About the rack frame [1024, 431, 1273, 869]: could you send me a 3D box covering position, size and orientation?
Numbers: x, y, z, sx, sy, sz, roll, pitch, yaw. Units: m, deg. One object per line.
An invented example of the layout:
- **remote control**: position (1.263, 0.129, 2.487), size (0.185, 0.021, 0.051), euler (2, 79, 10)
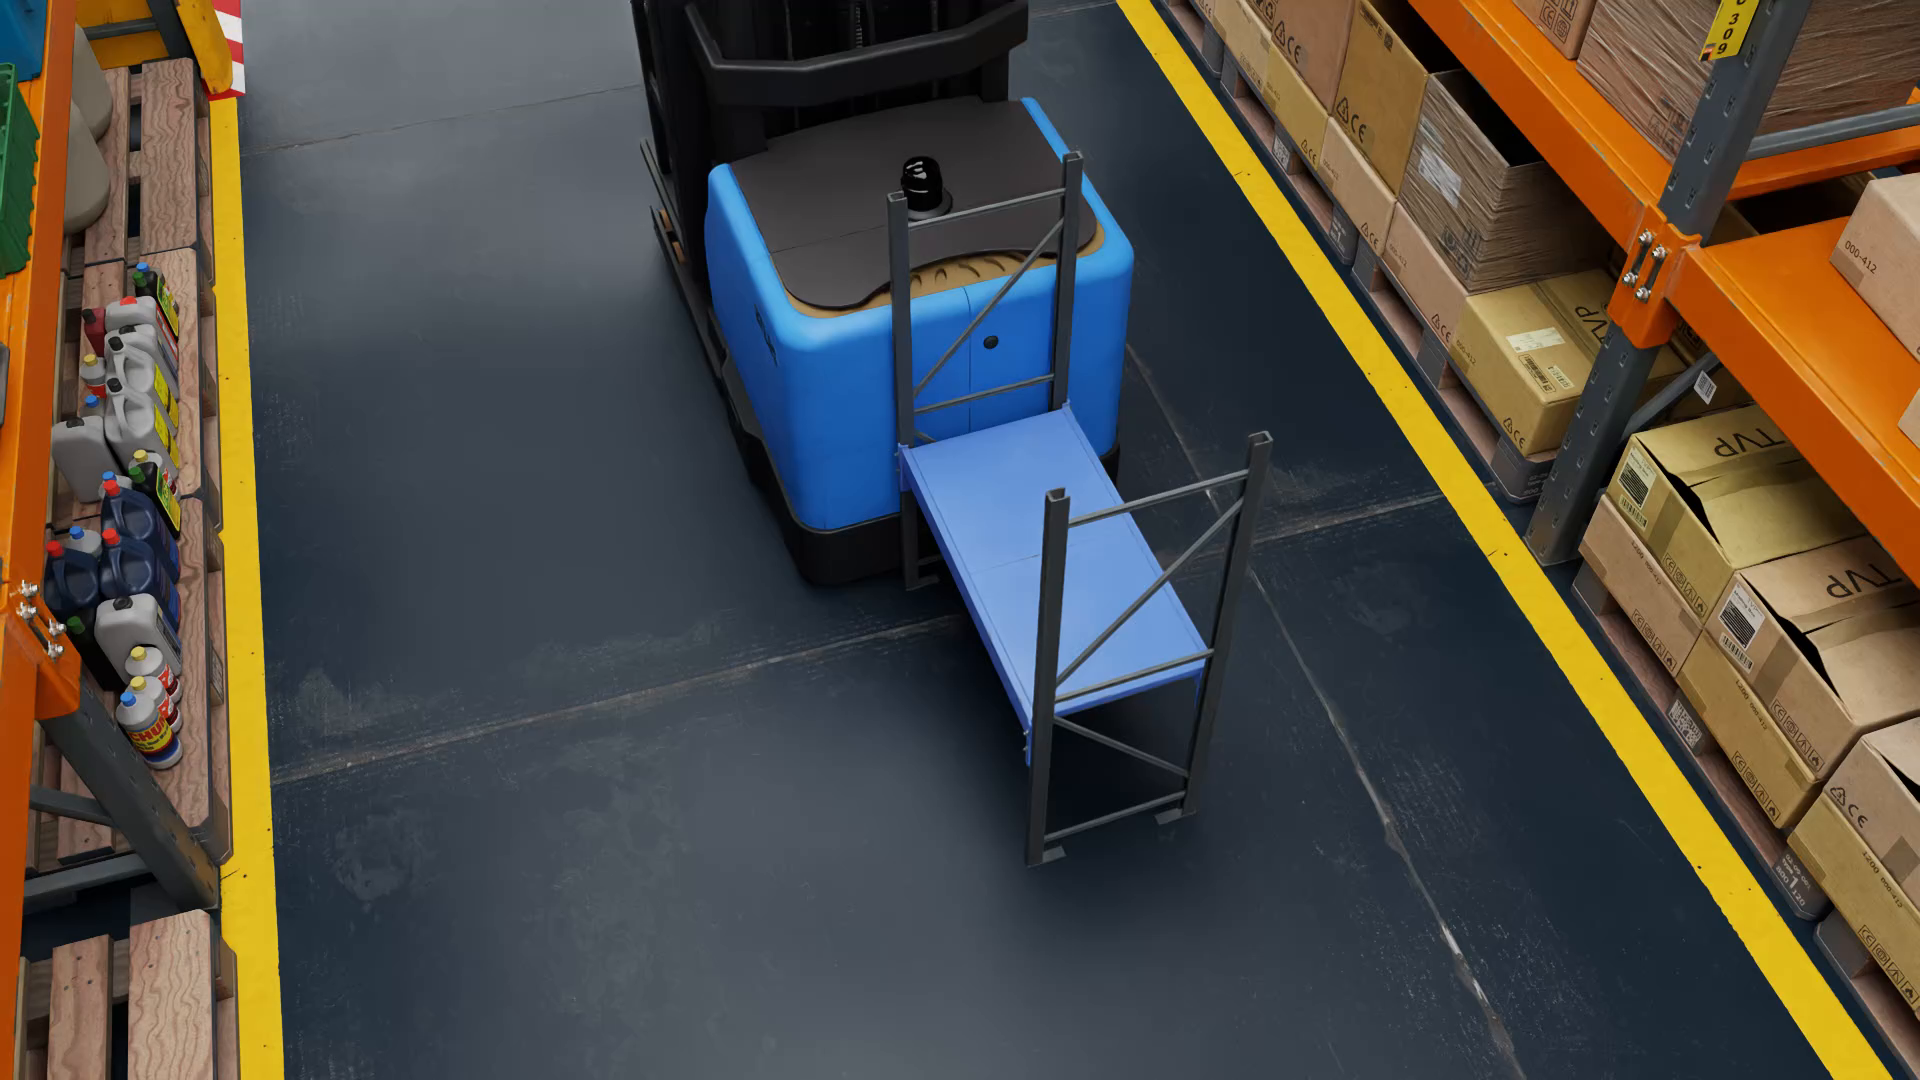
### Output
- **rack frame**: position (0.413, 0.330, 3.991), size (0.500, 1.500, 0.032), euler (-16, 52, -13)

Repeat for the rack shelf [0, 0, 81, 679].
- **rack shelf**: position (-3.056, -1.145, 4.724), size (1.077, 0.370, 4.000), euler (-13, 51, -11)

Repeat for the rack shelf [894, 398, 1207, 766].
- **rack shelf**: position (0.238, 0.081, 4.436), size (0.538, 0.185, 1.000), euler (-16, 52, -13)

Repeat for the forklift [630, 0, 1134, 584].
- **forklift**: position (-0.488, -1.965, 4.989), size (1.130, 2.935, 3.031), euler (-16, 52, -13)

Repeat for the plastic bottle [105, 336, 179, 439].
- **plastic bottle**: position (-2.543, -0.472, 5.131), size (0.144, 0.351, 0.185), euler (-11, 51, -9)

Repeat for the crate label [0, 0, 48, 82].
- **crate label**: position (-2.845, -1.566, 4.585), size (0.502, 0.435, 0.616), euler (-13, 51, -11)

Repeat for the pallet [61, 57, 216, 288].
- **pallet**: position (-3.345, -1.300, 6.208), size (1.003, 0.211, 1.213), euler (-13, 51, -11)

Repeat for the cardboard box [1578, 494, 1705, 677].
- **cardboard box**: position (2.151, 0.068, 4.755), size (0.500, 0.250, 0.500), euler (-14, 51, -12)

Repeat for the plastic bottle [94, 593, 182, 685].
- **plastic bottle**: position (-2.262, 0.258, 4.564), size (0.152, 0.276, 0.135), euler (-12, 51, -10)

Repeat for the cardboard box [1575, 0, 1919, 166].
- **cardboard box**: position (2.131, -1.388, 4.393), size (0.700, 0.500, 0.500), euler (-15, 51, -12)

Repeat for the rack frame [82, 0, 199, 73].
- **rack frame**: position (-3.647, -2.838, 5.680), size (1.000, 3.000, 0.127), euler (-13, 51, -11)

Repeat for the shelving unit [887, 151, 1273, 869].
- **shelving unit**: position (0.238, -0.035, 4.298), size (0.538, 1.500, 1.048), euler (-16, 52, -13)

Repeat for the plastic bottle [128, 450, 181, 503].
- **plastic bottle**: position (-2.424, -0.189, 4.990), size (0.097, 0.201, 0.097), euler (0, 50, 0)

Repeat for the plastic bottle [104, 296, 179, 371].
- **plastic bottle**: position (-2.637, -0.669, 5.346), size (0.152, 0.276, 0.135), euler (-13, 51, -11)

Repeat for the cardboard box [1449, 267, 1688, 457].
- **cardboard box**: position (1.923, -0.572, 5.294), size (0.500, 0.250, 0.500), euler (-13, 51, -11)

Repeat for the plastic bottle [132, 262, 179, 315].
- **plastic bottle**: position (-2.685, -0.835, 5.535), size (0.097, 0.201, 0.097), euler (0, 50, 0)

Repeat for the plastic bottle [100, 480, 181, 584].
- **plastic bottle**: position (-2.362, -0.026, 4.754), size (0.144, 0.351, 0.185), euler (-15, 52, -13)

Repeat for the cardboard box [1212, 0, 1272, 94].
- **cardboard box**: position (1.331, -2.033, 6.525), size (0.500, 0.250, 0.500), euler (-13, 51, -11)

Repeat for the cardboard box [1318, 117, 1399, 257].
- **cardboard box**: position (1.622, -1.301, 5.909), size (0.500, 0.250, 0.500), euler (-13, 51, -11)

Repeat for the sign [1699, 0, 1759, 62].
- **sign**: position (1.739, -1.212, 3.691), size (0.100, 0.325, 0.005), euler (-13, 51, -11)

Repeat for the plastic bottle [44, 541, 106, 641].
- **plastic bottle**: position (-2.444, 0.145, 4.611), size (0.144, 0.351, 0.185), euler (-13, 51, -11)

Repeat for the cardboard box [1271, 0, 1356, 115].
- **cardboard box**: position (1.473, -1.908, 5.930), size (0.500, 0.500, 0.500), euler (-13, 51, -11)

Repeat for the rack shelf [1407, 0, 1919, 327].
- **rack shelf**: position (1.677, -2.262, 5.666), size (1.077, 0.370, 4.000), euler (-13, 51, -11)

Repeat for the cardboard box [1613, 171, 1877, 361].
- **cardboard box**: position (2.431, -0.934, 5.109), size (0.500, 0.500, 0.500), euler (-13, 51, -11)

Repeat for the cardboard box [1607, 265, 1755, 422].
- **cardboard box**: position (2.421, -0.690, 5.393), size (0.500, 0.250, 0.500), euler (-13, 51, -11)

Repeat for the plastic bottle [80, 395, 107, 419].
- **plastic bottle**: position (-2.646, -0.364, 5.138), size (0.097, 0.201, 0.097), euler (0, 50, 0)

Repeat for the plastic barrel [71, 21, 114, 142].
- **plastic barrel**: position (-3.380, -1.708, 6.080), size (0.421, 0.512, 0.421), euler (0, 50, 0)

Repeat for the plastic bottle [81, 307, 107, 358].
- **plastic bottle**: position (-2.738, -0.647, 5.322), size (0.061, 0.283, 0.133), euler (-13, 51, -11)

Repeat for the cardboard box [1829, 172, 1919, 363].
- **cardboard box**: position (2.456, -0.636, 3.922), size (0.500, 0.250, 0.500), euler (-10, 51, -9)

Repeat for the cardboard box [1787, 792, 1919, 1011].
- **cardboard box**: position (2.457, 0.819, 4.121), size (0.500, 0.250, 0.500), euler (-15, 51, -12)

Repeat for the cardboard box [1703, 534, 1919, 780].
- **cardboard box**: position (2.296, 0.262, 4.225), size (0.500, 0.311, 0.500), euler (-14, 51, -11)

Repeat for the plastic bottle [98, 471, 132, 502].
- **plastic bottle**: position (-2.442, -0.099, 4.868), size (0.097, 0.271, 0.097), euler (0, 50, 0)

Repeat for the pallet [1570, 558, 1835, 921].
- **pallet**: position (2.524, 0.394, 4.779), size (1.003, 0.211, 1.213), euler (-13, 51, -11)

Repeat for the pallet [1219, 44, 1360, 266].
- **pallet**: position (1.709, -1.618, 6.476), size (1.003, 0.211, 1.213), euler (-13, 51, -11)

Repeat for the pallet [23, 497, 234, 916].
- **pallet**: position (-2.623, 0.482, 4.705), size (1.003, 0.211, 1.213), euler (-13, 51, -11)

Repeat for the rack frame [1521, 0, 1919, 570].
- **rack frame**: position (2.269, -1.034, 4.159), size (1.000, 3.000, 0.127), euler (-13, 51, -11)

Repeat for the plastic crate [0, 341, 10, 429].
- **plastic crate**: position (-2.498, -0.307, 3.588), size (0.767, 0.338, 0.504), euler (-13, 51, -11)

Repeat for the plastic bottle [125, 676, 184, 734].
- **plastic bottle**: position (-2.170, 0.438, 4.462), size (0.097, 0.201, 0.097), euler (0, 50, 0)

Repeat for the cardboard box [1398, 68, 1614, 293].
- **cardboard box**: position (1.786, -1.181, 5.317), size (0.500, 0.500, 0.500), euler (-13, 51, -11)
